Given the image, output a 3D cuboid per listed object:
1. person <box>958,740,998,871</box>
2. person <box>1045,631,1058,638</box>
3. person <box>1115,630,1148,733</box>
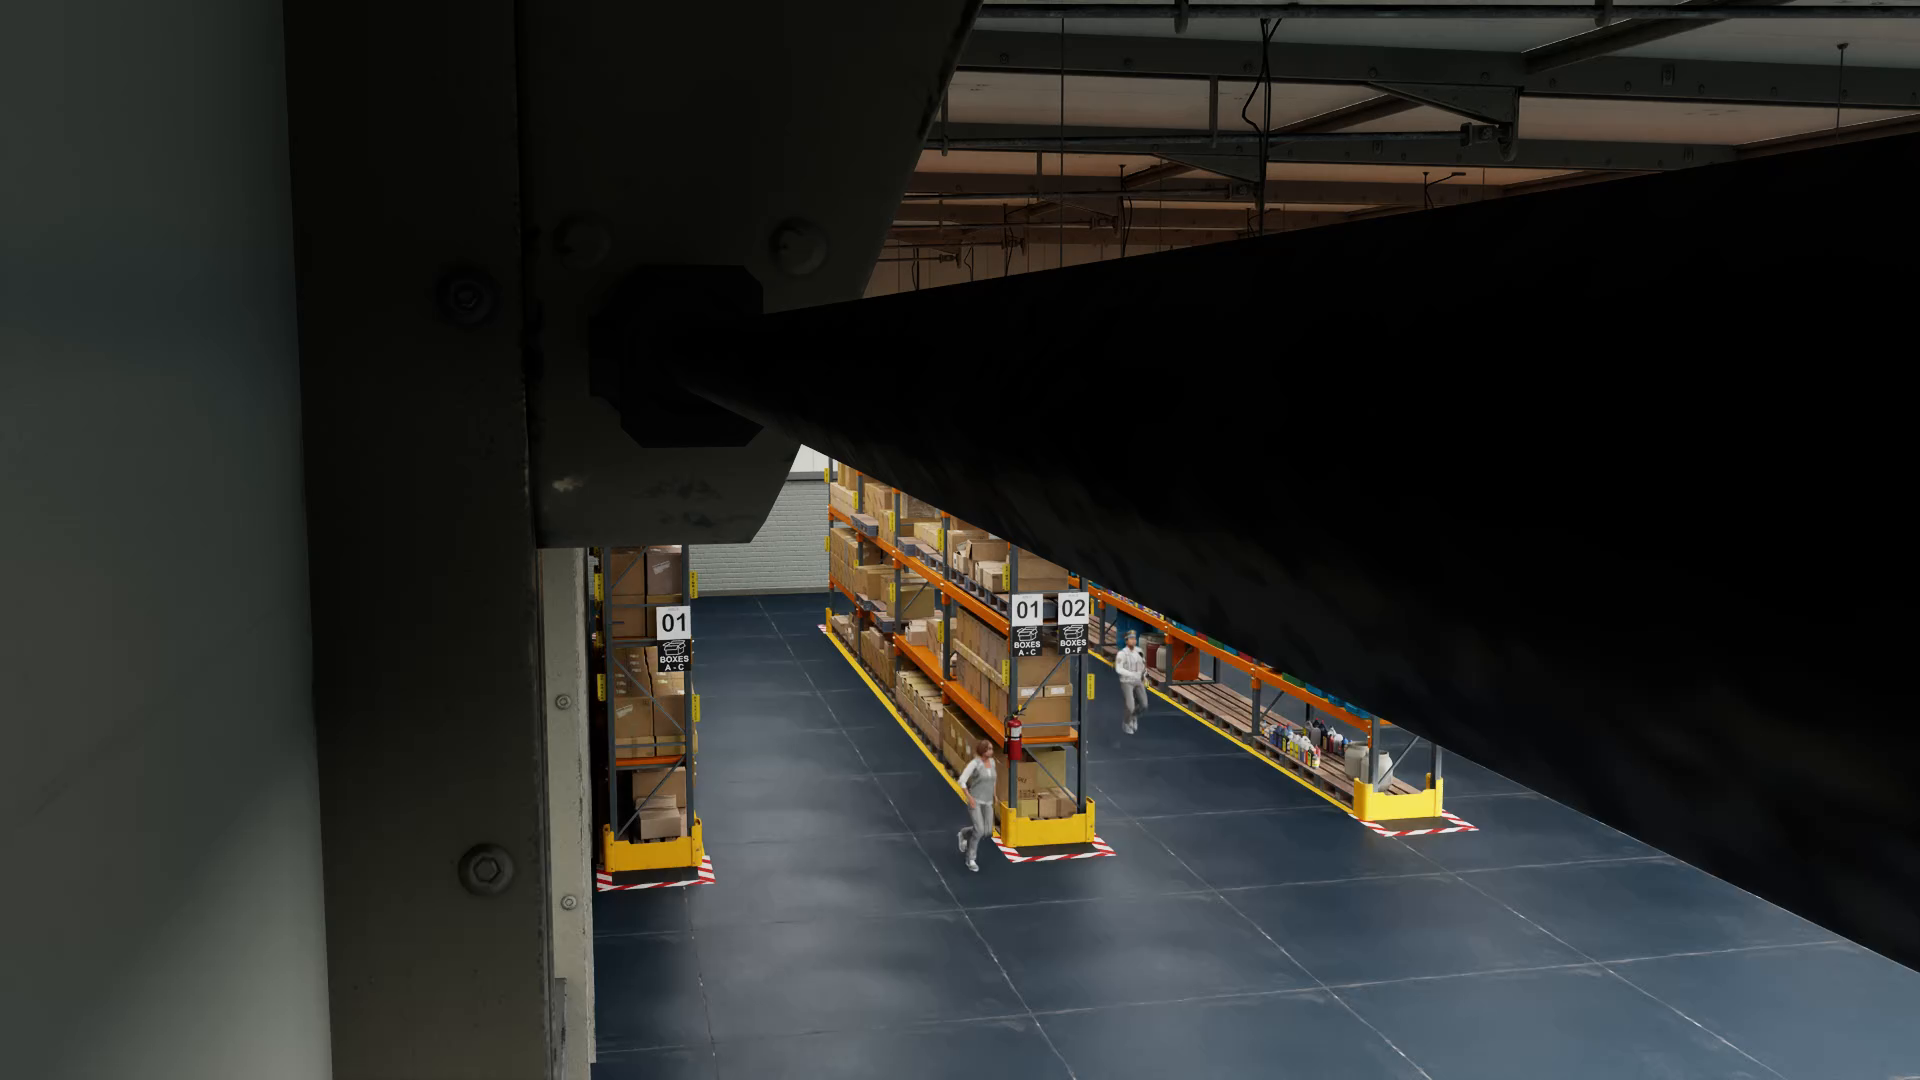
[{"bbox_3d":[0.208,3.194,20.243,0.583,1.530,0.535,-6,9,-39],"label":"person"},{"bbox_3d":[1.528,1.875,29.749,0.684,1.770,0.931,-2,7,-18],"label":"person"},{"bbox_3d":[2.709,2.199,25.735,0.623,1.633,0.540,-3,7,-25],"label":"person"}]
